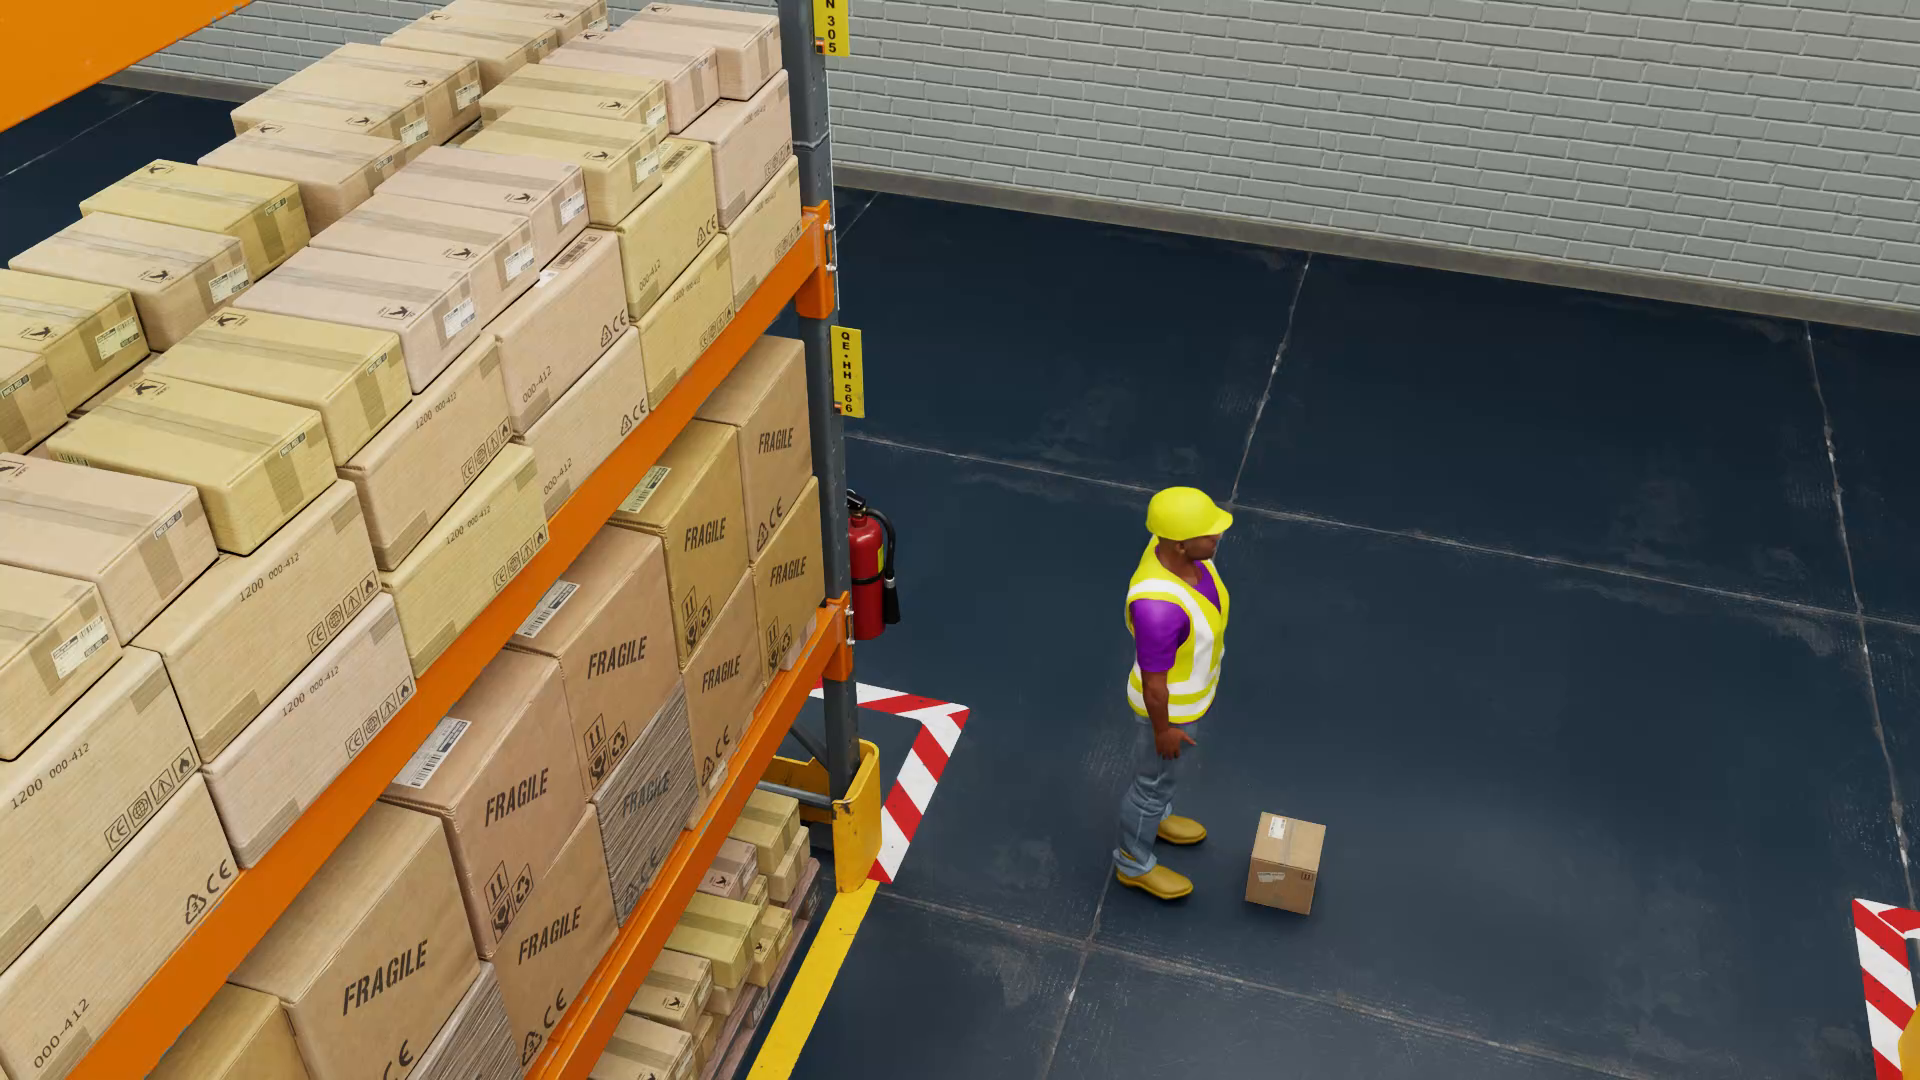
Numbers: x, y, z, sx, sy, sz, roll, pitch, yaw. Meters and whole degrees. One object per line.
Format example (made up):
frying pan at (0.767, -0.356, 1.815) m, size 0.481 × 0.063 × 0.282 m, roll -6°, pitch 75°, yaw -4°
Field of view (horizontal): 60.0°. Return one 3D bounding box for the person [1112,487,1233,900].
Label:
person at (0.788, 0.546, 6.130) m, size 0.359 × 1.767 × 0.562 m, roll 11°, pitch 38°, yaw 14°
